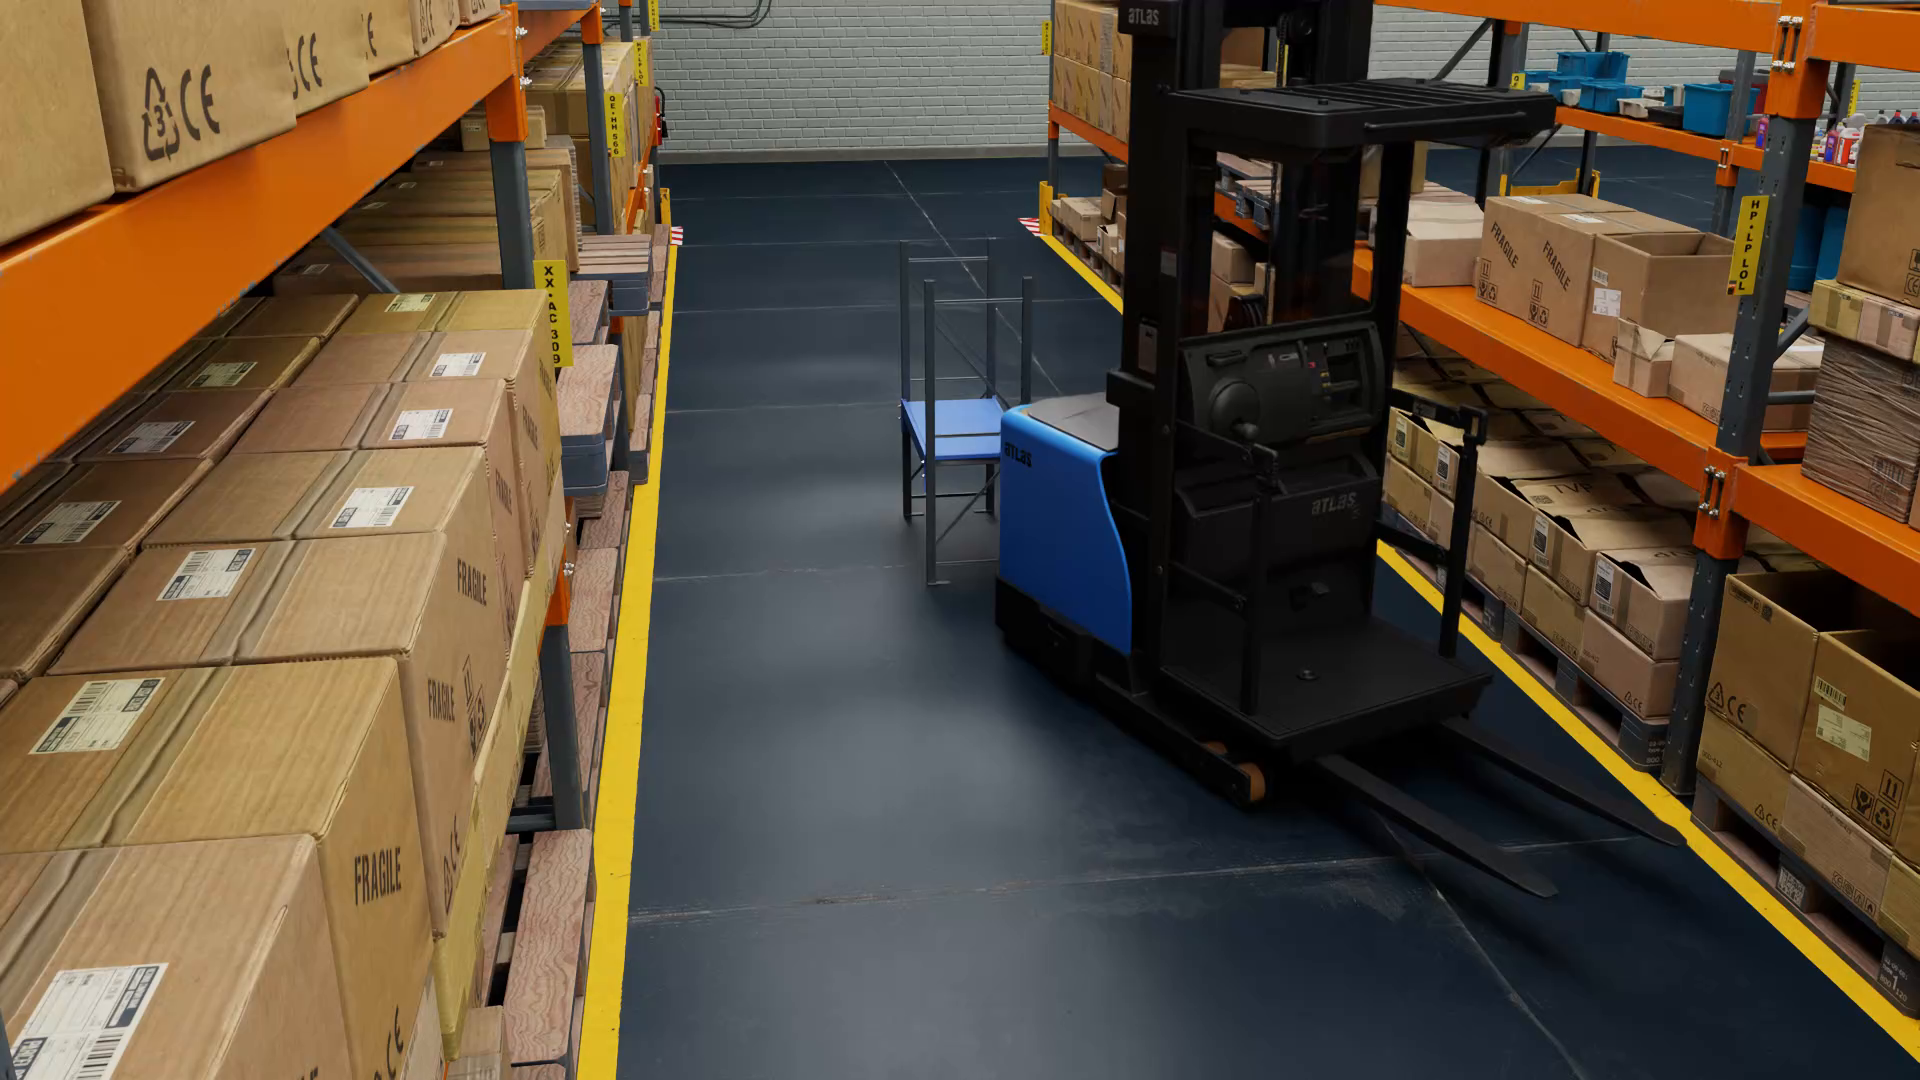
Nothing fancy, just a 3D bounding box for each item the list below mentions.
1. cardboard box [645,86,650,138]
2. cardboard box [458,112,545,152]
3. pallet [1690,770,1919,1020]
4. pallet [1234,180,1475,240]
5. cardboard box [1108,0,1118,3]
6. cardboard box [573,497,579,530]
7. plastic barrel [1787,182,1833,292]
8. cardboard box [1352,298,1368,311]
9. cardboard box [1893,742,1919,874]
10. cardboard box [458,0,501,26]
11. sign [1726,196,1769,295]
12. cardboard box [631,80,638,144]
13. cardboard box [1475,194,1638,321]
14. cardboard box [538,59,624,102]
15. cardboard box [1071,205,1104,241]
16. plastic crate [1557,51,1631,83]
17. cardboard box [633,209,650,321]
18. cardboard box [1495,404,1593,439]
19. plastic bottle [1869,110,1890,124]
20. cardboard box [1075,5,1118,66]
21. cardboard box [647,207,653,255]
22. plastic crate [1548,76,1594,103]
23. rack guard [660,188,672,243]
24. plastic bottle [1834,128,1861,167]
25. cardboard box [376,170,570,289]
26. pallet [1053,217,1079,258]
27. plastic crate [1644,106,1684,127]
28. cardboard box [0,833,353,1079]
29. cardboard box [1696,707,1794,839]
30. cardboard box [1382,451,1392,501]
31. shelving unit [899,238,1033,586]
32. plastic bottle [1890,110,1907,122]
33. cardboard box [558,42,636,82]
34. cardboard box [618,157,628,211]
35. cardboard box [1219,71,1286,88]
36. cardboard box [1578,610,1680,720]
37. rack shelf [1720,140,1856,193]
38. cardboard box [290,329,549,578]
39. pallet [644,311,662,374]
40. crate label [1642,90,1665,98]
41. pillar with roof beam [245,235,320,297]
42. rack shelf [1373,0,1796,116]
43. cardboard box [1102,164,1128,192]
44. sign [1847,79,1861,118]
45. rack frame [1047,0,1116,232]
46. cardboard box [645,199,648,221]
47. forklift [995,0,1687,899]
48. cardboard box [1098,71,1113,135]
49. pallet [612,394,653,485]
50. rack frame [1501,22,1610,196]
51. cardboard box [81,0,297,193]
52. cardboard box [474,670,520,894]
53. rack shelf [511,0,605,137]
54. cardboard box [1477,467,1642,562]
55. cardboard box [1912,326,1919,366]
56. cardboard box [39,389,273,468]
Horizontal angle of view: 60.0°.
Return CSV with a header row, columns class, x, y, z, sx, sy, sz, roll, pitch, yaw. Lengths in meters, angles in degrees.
class,x,y,z,sx,sy,sz,roll,pitch,yaw
cardboard box,-3.194,-3.848,14.303,0.980,0.700,0.700,-4,21,-10
cardboard box,-2.200,-1.958,7.972,0.380,0.149,0.250,-6,21,-17
pallet,3.210,1.088,5.501,1.003,0.211,1.213,-3,21,-8
pallet,2.393,-2.022,10.117,1.213,0.211,1.003,-3,21,-8
cardboard box,1.744,-5.026,16.313,0.500,0.500,0.500,-3,21,-8
cardboard box,-2.226,-0.234,7.999,0.700,0.500,0.500,-3,21,-8
plastic barrel,6.948,-2.539,13.625,0.600,0.901,0.708,-3,21,-8
cardboard box,2.697,-1.269,10.770,0.500,0.500,0.500,-4,21,-10
cardboard box,3.038,0.767,4.634,0.500,0.500,0.500,-3,21,-8
cardboard box,-1.447,-1.543,4.101,0.500,0.500,0.500,-2,21,-6
sign,2.602,-0.970,5.485,0.100,0.325,0.005,-3,21,-8
cardboard box,-2.602,-3.063,12.033,0.500,0.500,0.500,-3,21,-9
cardboard box,2.819,-1.347,7.894,0.500,0.500,0.500,-4,21,-11
cardboard box,-2.385,-2.882,10.477,0.500,0.250,0.500,-3,21,-9
cardboard box,1.349,-3.020,15.815,0.500,0.250,0.500,-3,21,-8
plastic crate,6.543,-4.837,17.244,0.616,0.435,0.499,-3,21,-8
cardboard box,-2.695,-1.986,12.218,0.750,0.750,0.750,-3,21,-7
cardboard box,3.031,-0.529,8.372,0.500,0.311,0.500,-3,21,-8
plastic bottle,7.200,-3.182,13.019,0.144,0.351,0.185,-3,21,-8
cardboard box,1.360,-4.645,15.293,0.500,0.500,0.500,-3,21,-7
cardboard box,-3.065,-2.656,14.513,0.700,0.500,0.500,-2,21,-6
plastic crate,6.114,-4.519,16.681,0.416,0.233,0.300,-3,21,-8
rack guard,-3.498,-3.237,16.668,1.175,0.500,0.348,-3,21,-8
plastic bottle,6.709,-2.956,12.521,0.152,0.276,0.135,-3,21,-8
cardboard box,-2.062,-1.290,7.111,0.700,0.500,0.500,-3,21,-8
pallet,1.534,-3.042,16.559,1.003,0.211,1.213,-3,21,-8
plastic crate,6.459,-3.787,14.877,0.437,0.125,0.590,-3,21,-8
cardboard box,-0.959,0.669,1.751,0.500,0.500,0.500,-3,21,-8
cardboard box,2.904,0.771,5.693,0.500,0.250,0.500,-3,21,-8
cardboard box,2.419,-0.419,8.881,0.500,0.250,0.500,-3,21,-9
shelving unit,0.012,-0.673,8.375,0.538,1.500,1.048,-3,21,-8
plastic bottle,7.342,-3.189,13.039,0.144,0.351,0.185,-3,21,-8
cardboard box,-2.597,-3.413,11.897,0.500,0.250,0.500,-2,21,-6
cardboard box,-2.224,-2.188,9.691,0.500,0.500,0.500,-2,21,-6
cardboard box,1.993,-3.099,11.983,0.700,0.500,0.500,0,20,1
cardboard box,2.790,0.467,6.509,0.500,0.250,0.500,-3,21,-8
rack shelf,7.174,-2.485,12.110,1.077,0.370,4.000,-3,21,-8
cardboard box,-1.313,-0.214,4.117,0.500,0.500,0.500,-3,21,-8
pallet,-2.732,-1.445,12.283,1.003,0.211,1.213,-3,21,-8
crate label,6.698,-4.334,16.325,0.396,0.136,0.243,-3,21,-8
pillar with roof beam,1.251,-4.163,7.002,9.100,9.000,0.400,-3,21,-8
rack shelf,2.849,-2.256,7.211,1.077,0.370,4.000,-3,21,-8
cardboard box,1.729,-3.510,16.770,0.500,0.500,0.500,-3,21,-8
sign,7.431,-3.671,13.862,0.100,0.325,0.005,-3,21,-8
rack frame,1.407,-4.651,16.881,1.000,3.000,0.127,-3,21,-8
cardboard box,-2.793,-2.736,13.800,0.380,0.149,0.250,-2,21,-6
forklift,1.334,-0.578,6.073,1.130,2.935,3.031,-11,23,-28
cardboard box,1.506,-3.829,14.537,0.500,0.500,0.500,-2,21,-7
pallet,-2.380,-0.600,10.021,1.003,0.211,1.213,-3,21,-8
rack frame,6.309,-4.899,17.546,1.000,3.000,0.127,-3,21,-8
cardboard box,-1.031,-0.637,1.677,0.500,0.500,0.500,-2,21,-4
cardboard box,-1.171,0.485,3.315,0.500,0.250,0.500,-3,21,-7
rack shelf,-2.053,-2.005,6.539,1.077,0.370,4.000,-3,21,-8
cardboard box,2.644,-0.146,7.347,0.500,0.311,0.500,-3,21,-8
cardboard box,3.059,-0.567,4.878,0.380,0.149,0.250,-3,21,-9
cardboard box,-1.766,-0.010,3.569,0.500,0.500,0.500,-2,21,-6
